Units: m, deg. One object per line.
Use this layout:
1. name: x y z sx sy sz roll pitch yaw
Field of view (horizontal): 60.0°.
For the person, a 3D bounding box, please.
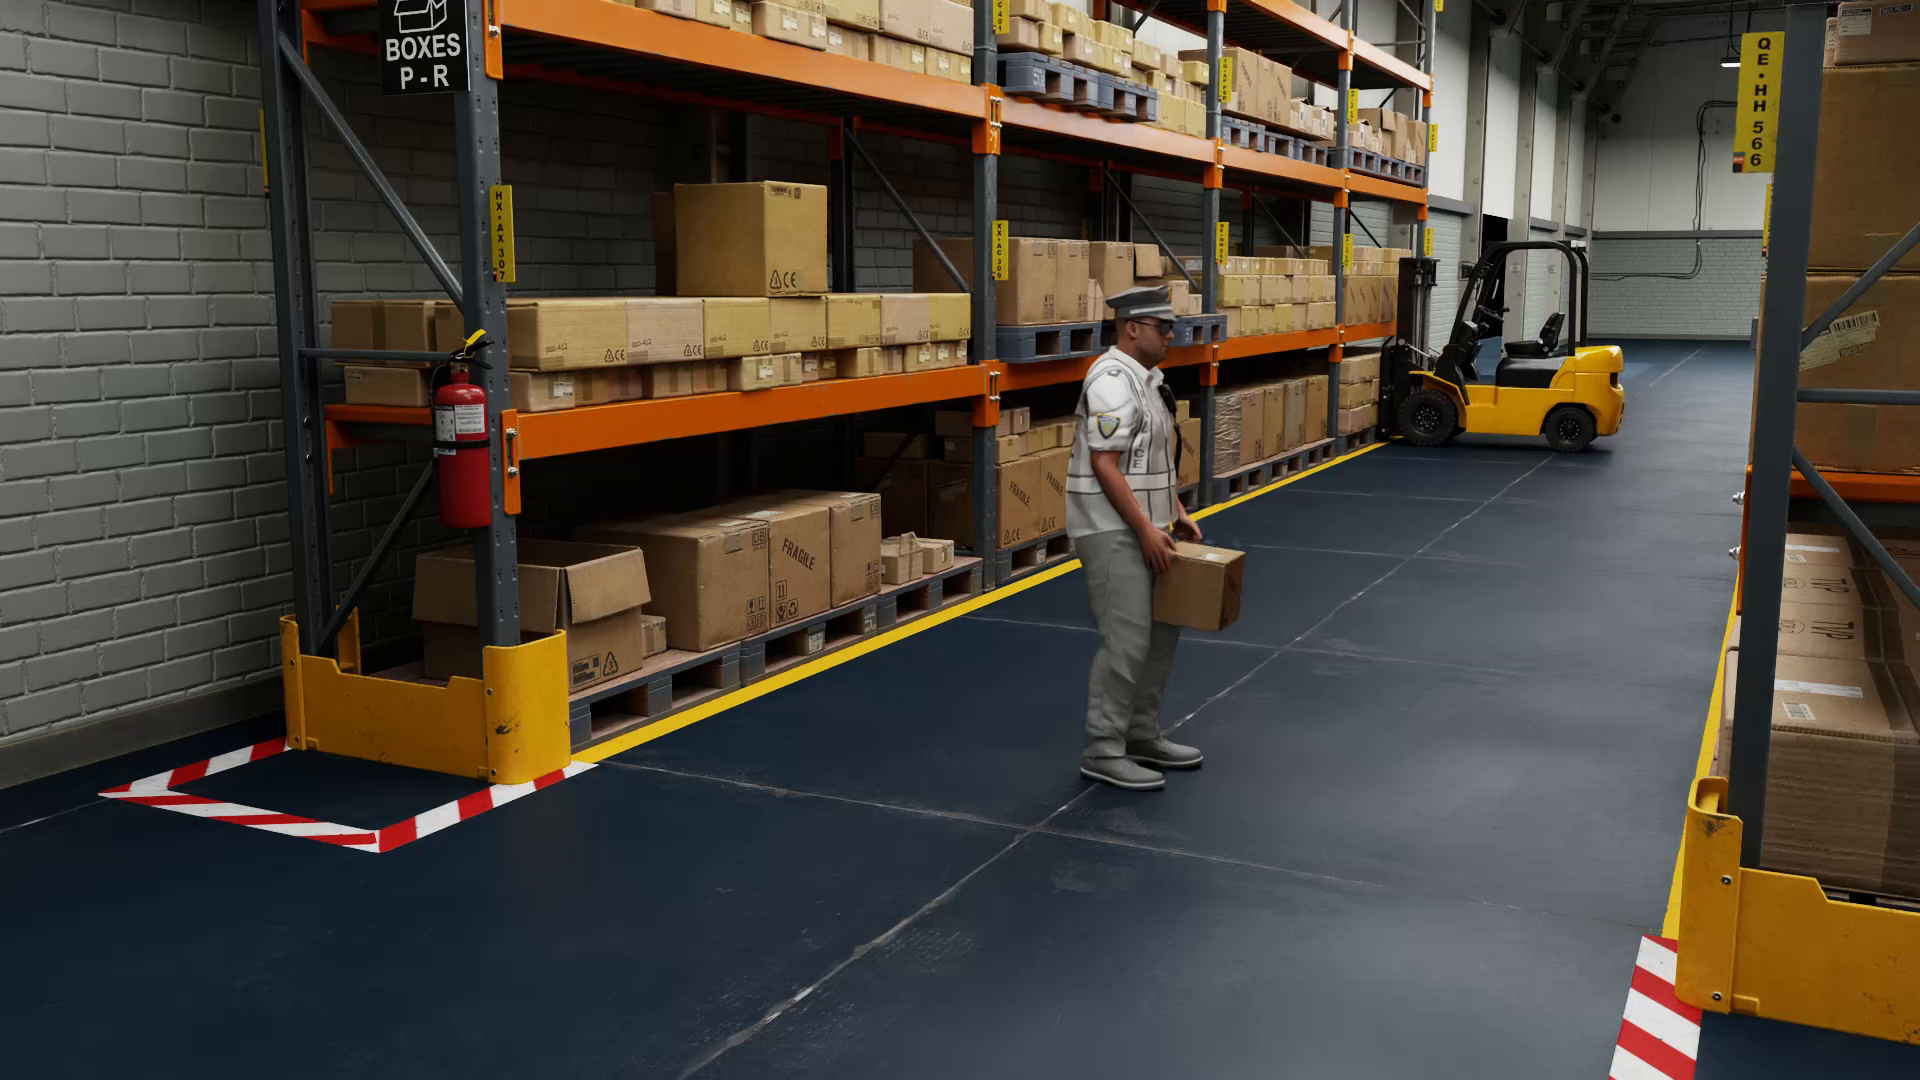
1. person: 0.631 -0.031 5.991 0.470 1.763 0.547 4 10 25
